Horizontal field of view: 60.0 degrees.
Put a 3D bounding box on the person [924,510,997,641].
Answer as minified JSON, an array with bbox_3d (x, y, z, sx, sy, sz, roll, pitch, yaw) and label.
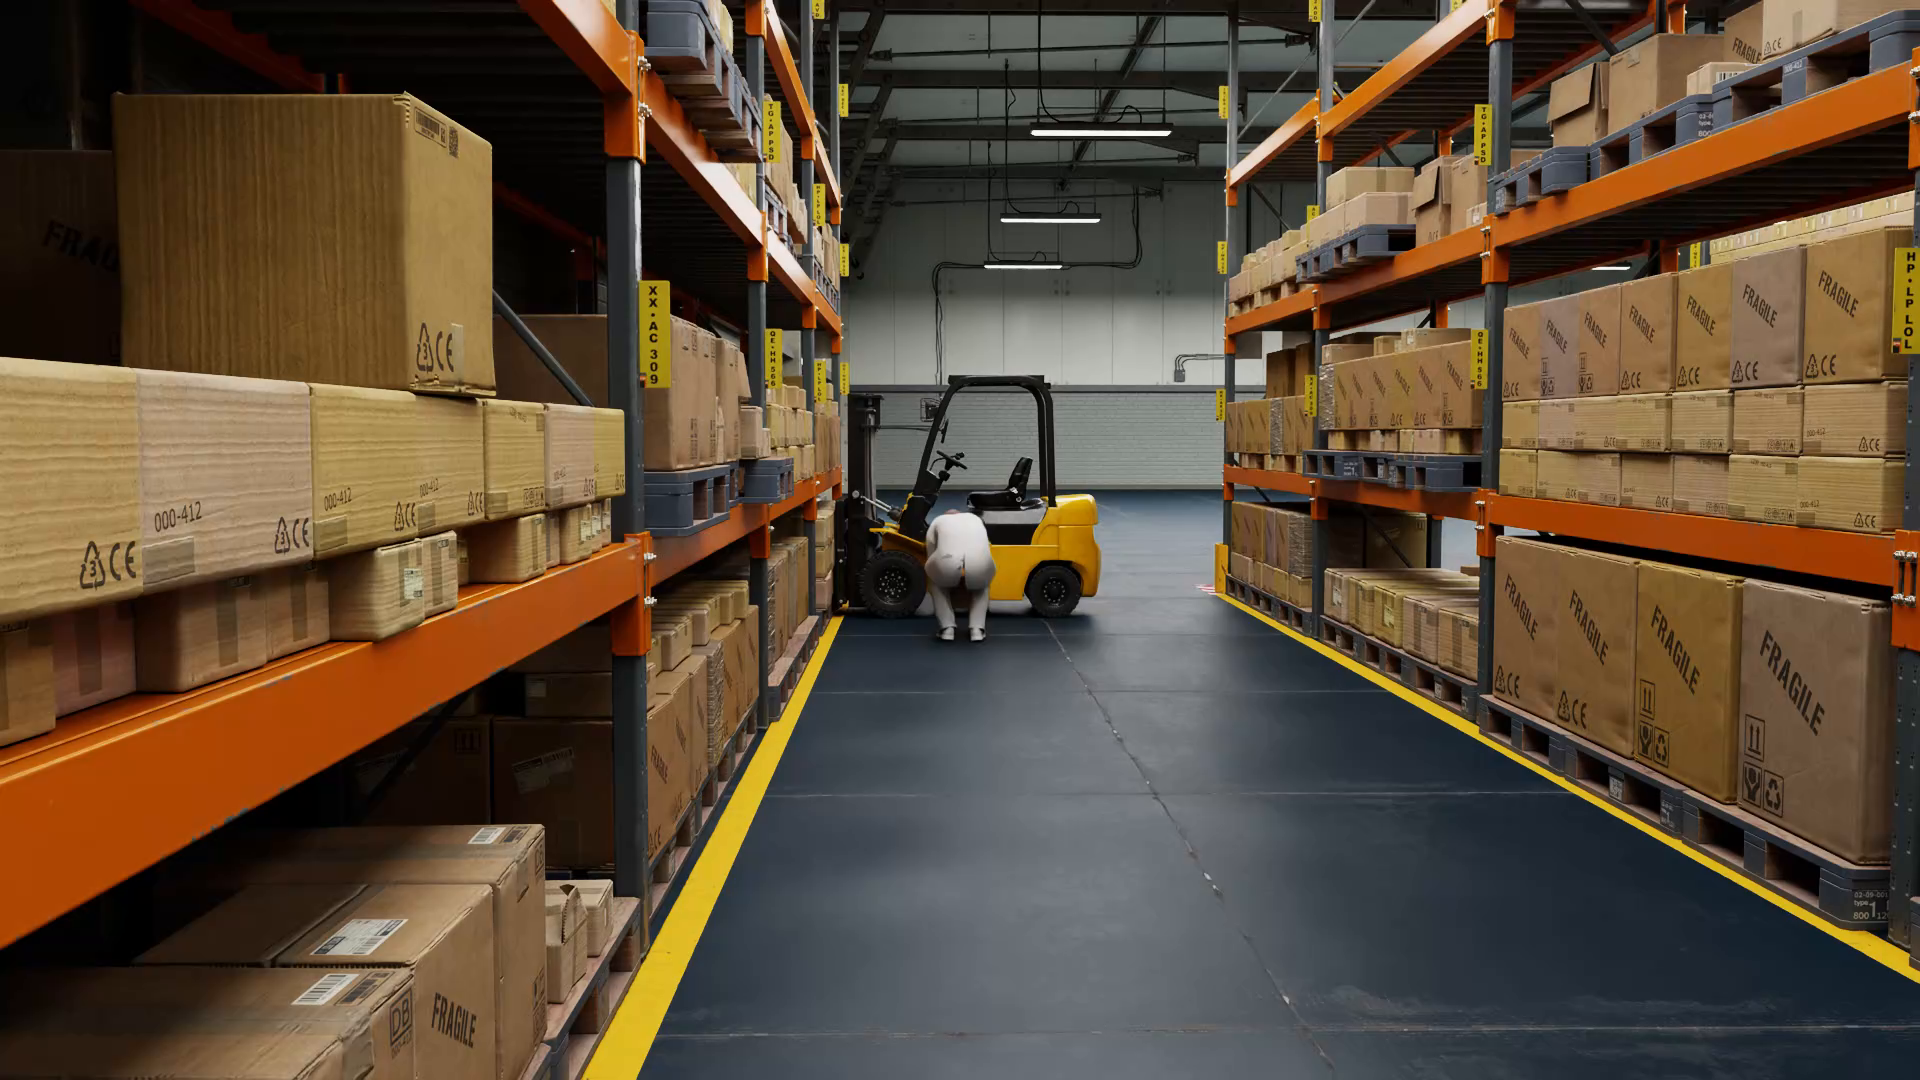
[{"bbox_3d":[-0.001,0.286,13.347,0.587,0.996,0.935,0,4,-4],"label":"person"}]
